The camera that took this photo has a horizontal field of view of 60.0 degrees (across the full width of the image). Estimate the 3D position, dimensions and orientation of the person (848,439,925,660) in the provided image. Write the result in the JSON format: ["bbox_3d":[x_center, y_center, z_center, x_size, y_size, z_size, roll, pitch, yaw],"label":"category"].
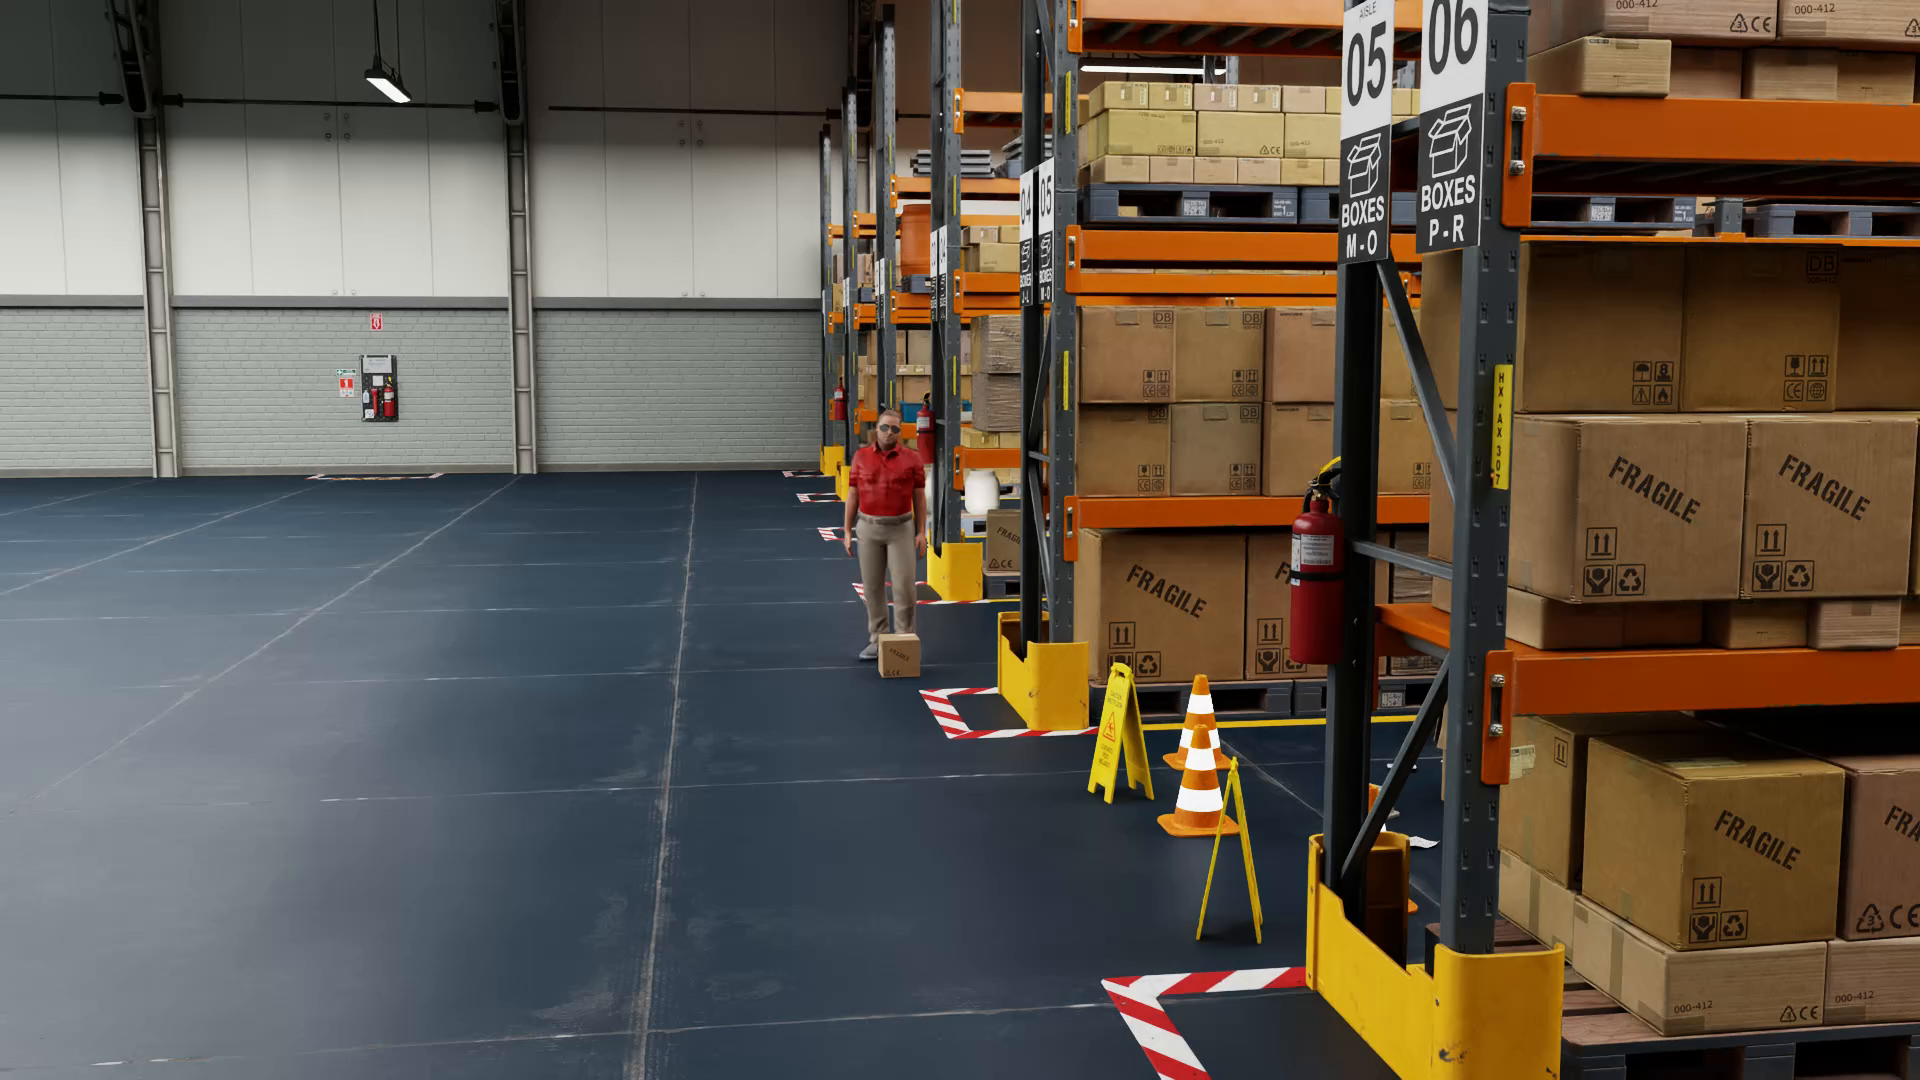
[{"bbox_3d":[-0.527,0.101,11.465,0.533,1.588,0.474,1,7,8],"label":"person"}]
